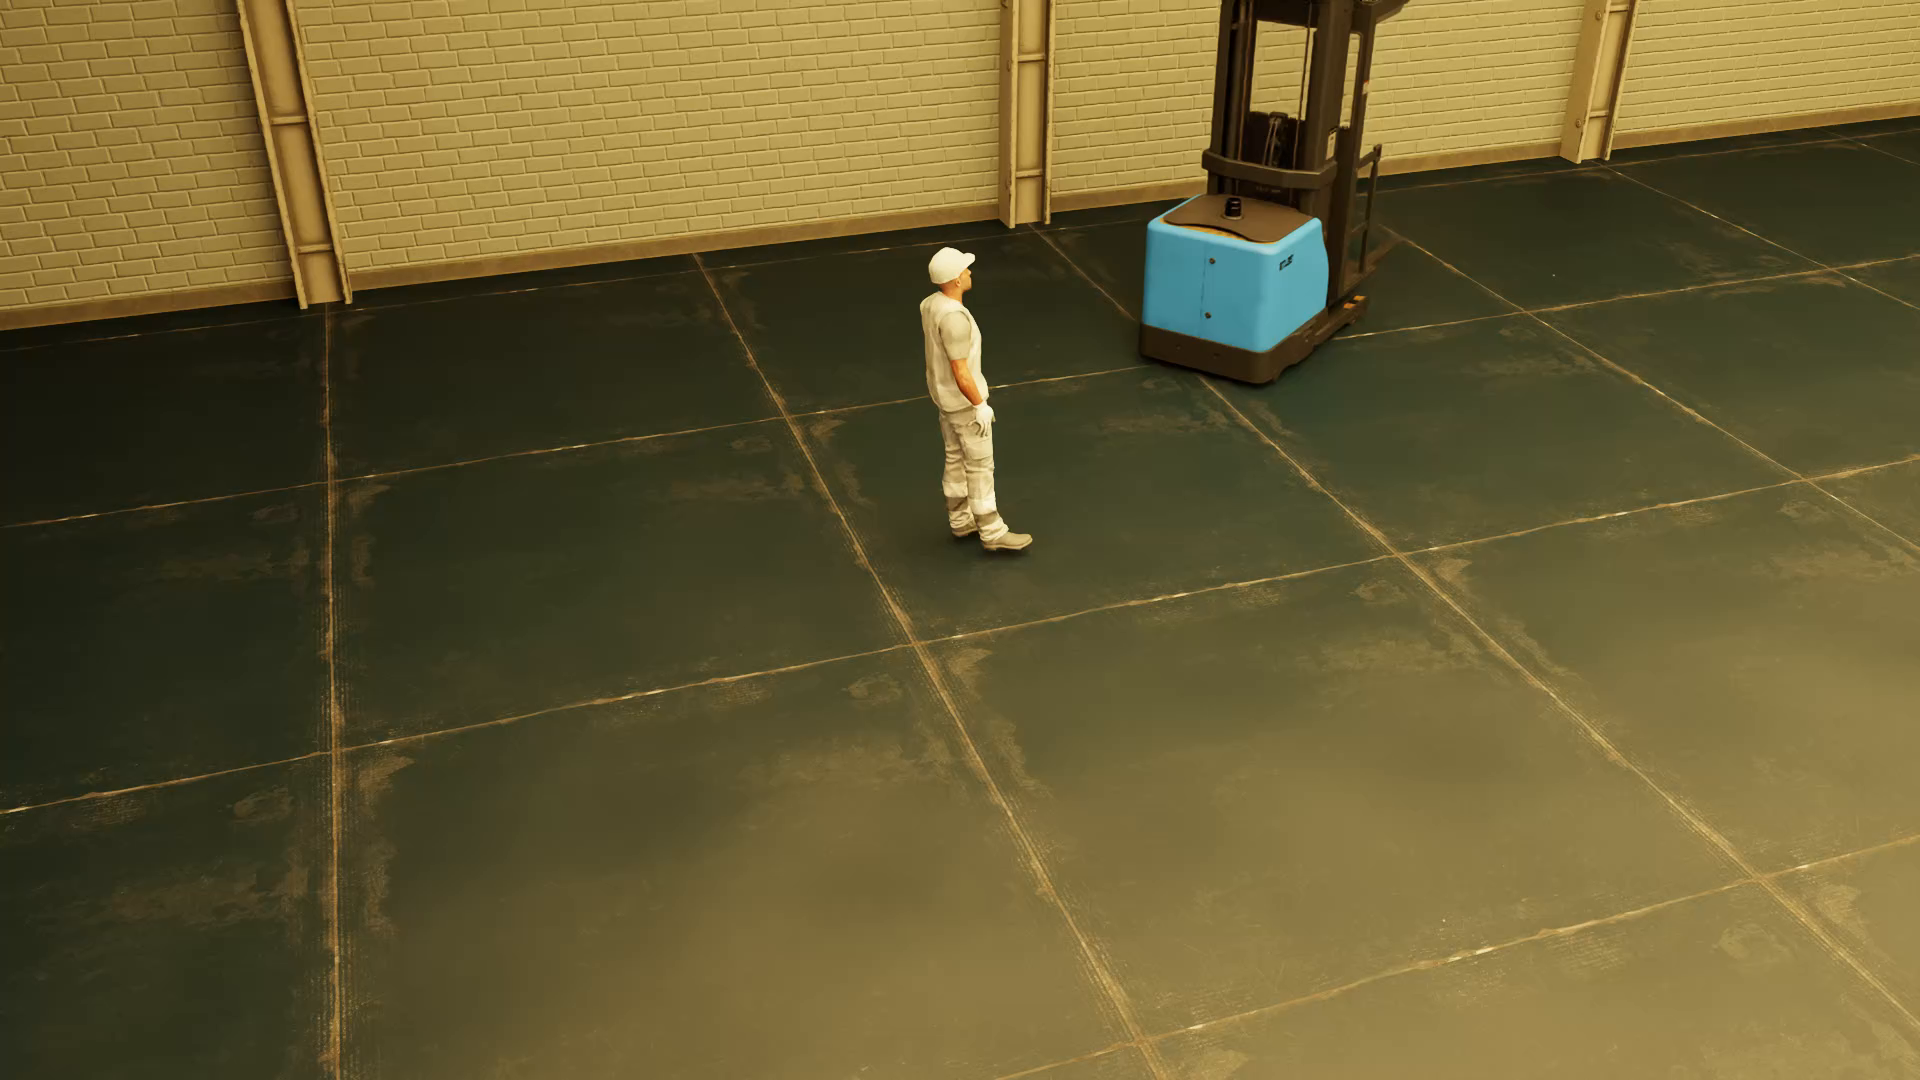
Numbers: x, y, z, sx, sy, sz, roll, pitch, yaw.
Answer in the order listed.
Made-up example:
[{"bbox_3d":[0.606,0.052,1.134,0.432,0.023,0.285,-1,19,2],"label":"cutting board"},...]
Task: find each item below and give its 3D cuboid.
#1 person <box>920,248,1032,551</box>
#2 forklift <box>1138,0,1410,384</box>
[{"bbox_3d":[0.080,-0.824,9.570,0.561,1.789,0.638,-10,31,-16],"label":"person"},{"bbox_3d":[2.564,-3.068,12.420,1.130,2.935,3.031,19,35,29],"label":"forklift"}]
